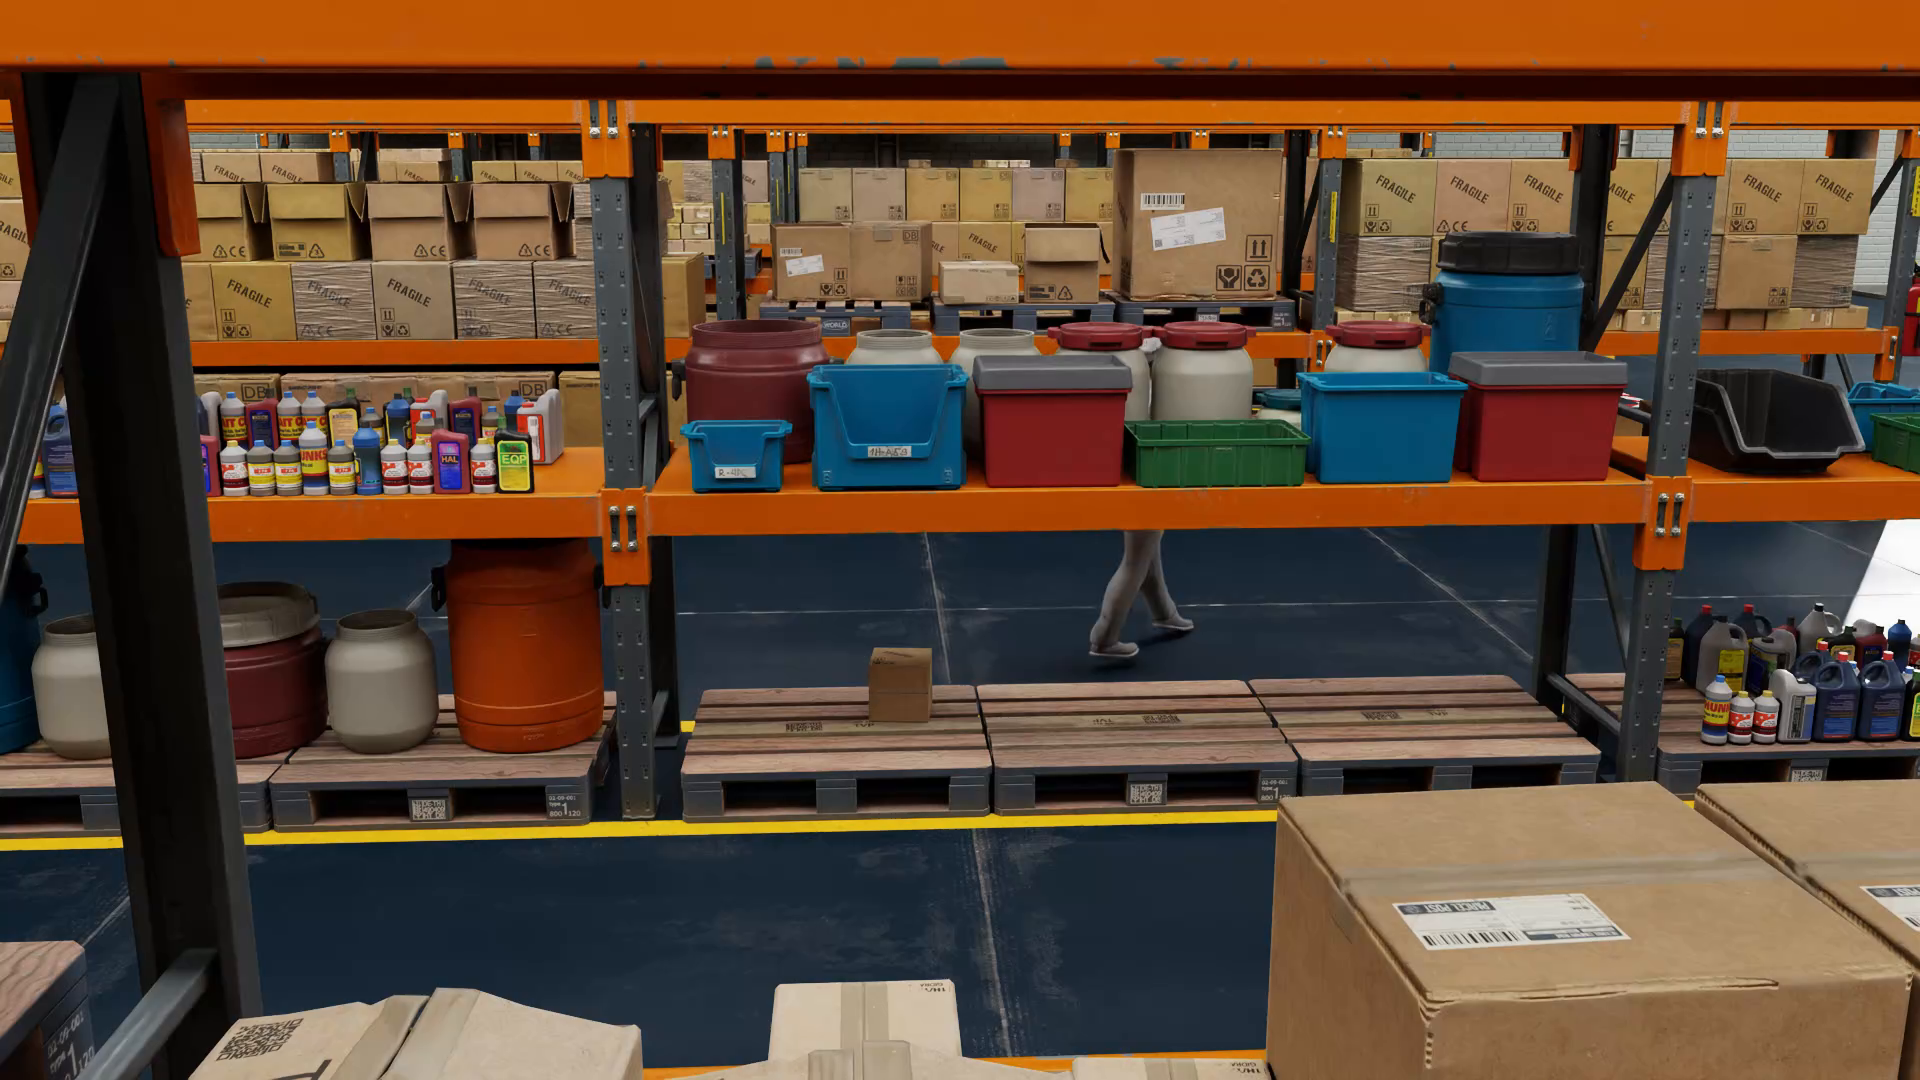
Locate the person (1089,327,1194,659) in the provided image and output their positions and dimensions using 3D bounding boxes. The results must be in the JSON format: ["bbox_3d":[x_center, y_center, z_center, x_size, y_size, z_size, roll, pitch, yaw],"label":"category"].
[{"bbox_3d":[0.983,-0.241,8.420,0.902,1.652,0.460,-11,18,-39],"label":"person"}]
